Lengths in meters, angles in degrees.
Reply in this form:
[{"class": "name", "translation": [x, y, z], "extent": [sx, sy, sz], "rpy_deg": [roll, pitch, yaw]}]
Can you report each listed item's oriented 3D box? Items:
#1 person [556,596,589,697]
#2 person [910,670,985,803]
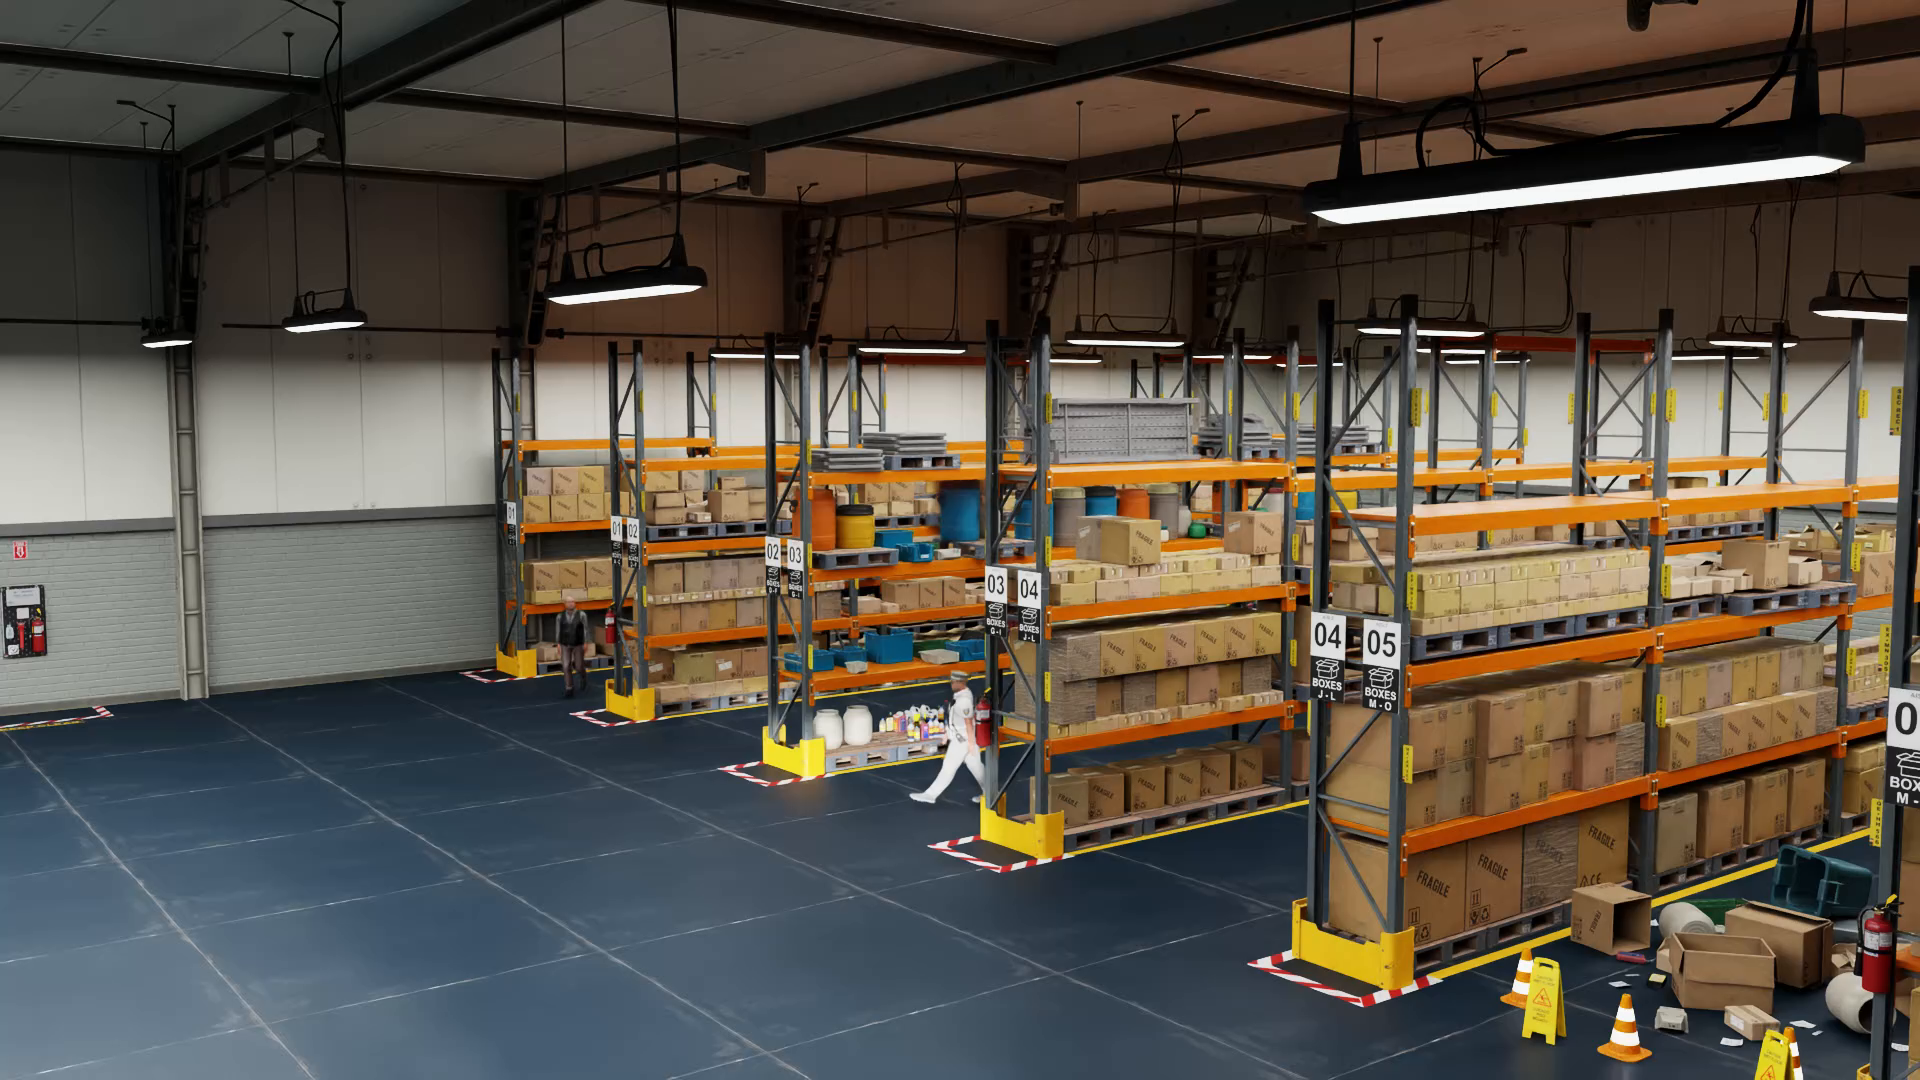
[{"class": "person", "translation": [-6.621, 1.799, 28.460], "extent": [0.536, 1.706, 0.667], "rpy_deg": [0, 5, 5]}, {"class": "person", "translation": [-0.068, 2.467, 20.875], "extent": [1.087, 1.691, 0.565], "rpy_deg": [0, 5, 5]}]
